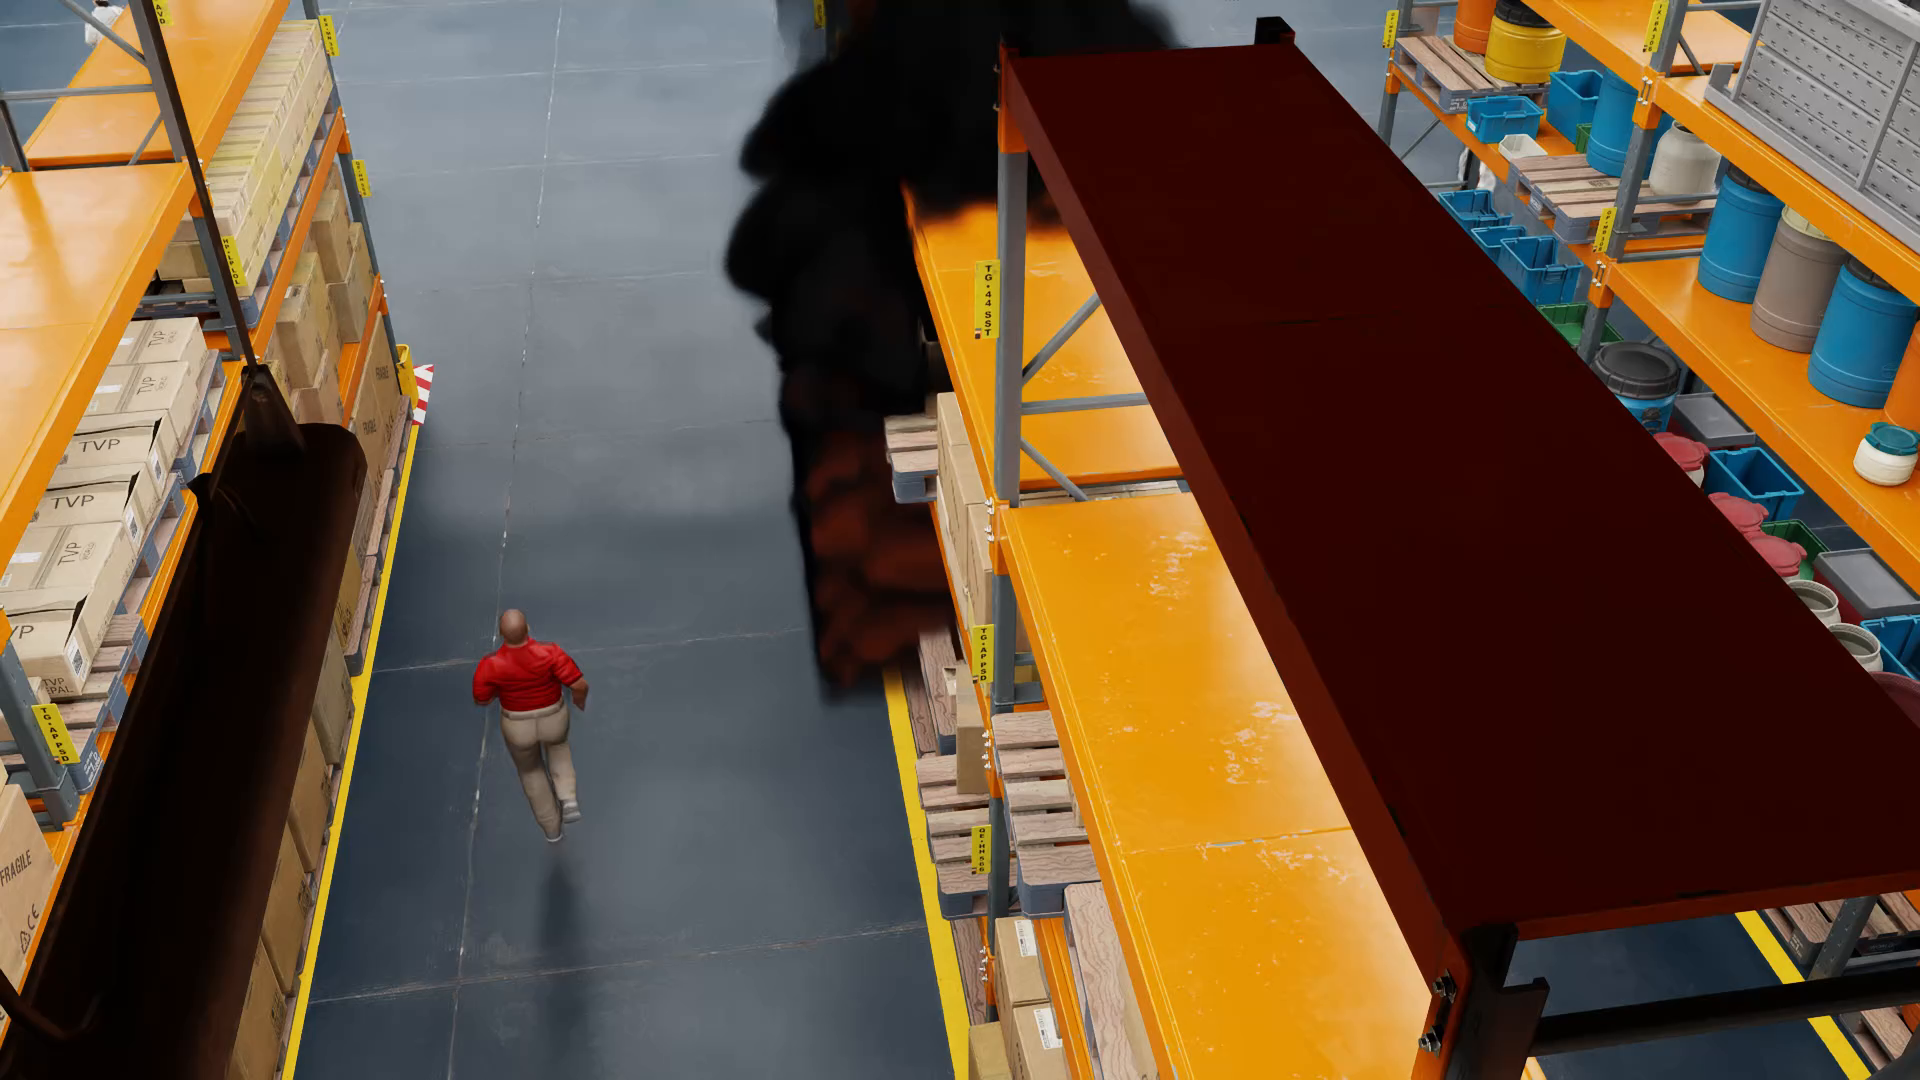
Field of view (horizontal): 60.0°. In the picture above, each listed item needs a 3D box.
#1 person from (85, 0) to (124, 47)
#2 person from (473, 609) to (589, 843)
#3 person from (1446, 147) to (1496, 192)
[{"bbox_3d":[-10.072,-5.770,19.882,0.709,1.753,0.593,20,41,25],"label":"person"},{"bbox_3d":[-2.580,1.062,10.102,0.656,1.711,0.590,-12,38,-16],"label":"person"},{"bbox_3d":[5.087,-3.449,16.437,0.777,1.733,0.749,28,44,32],"label":"person"}]
